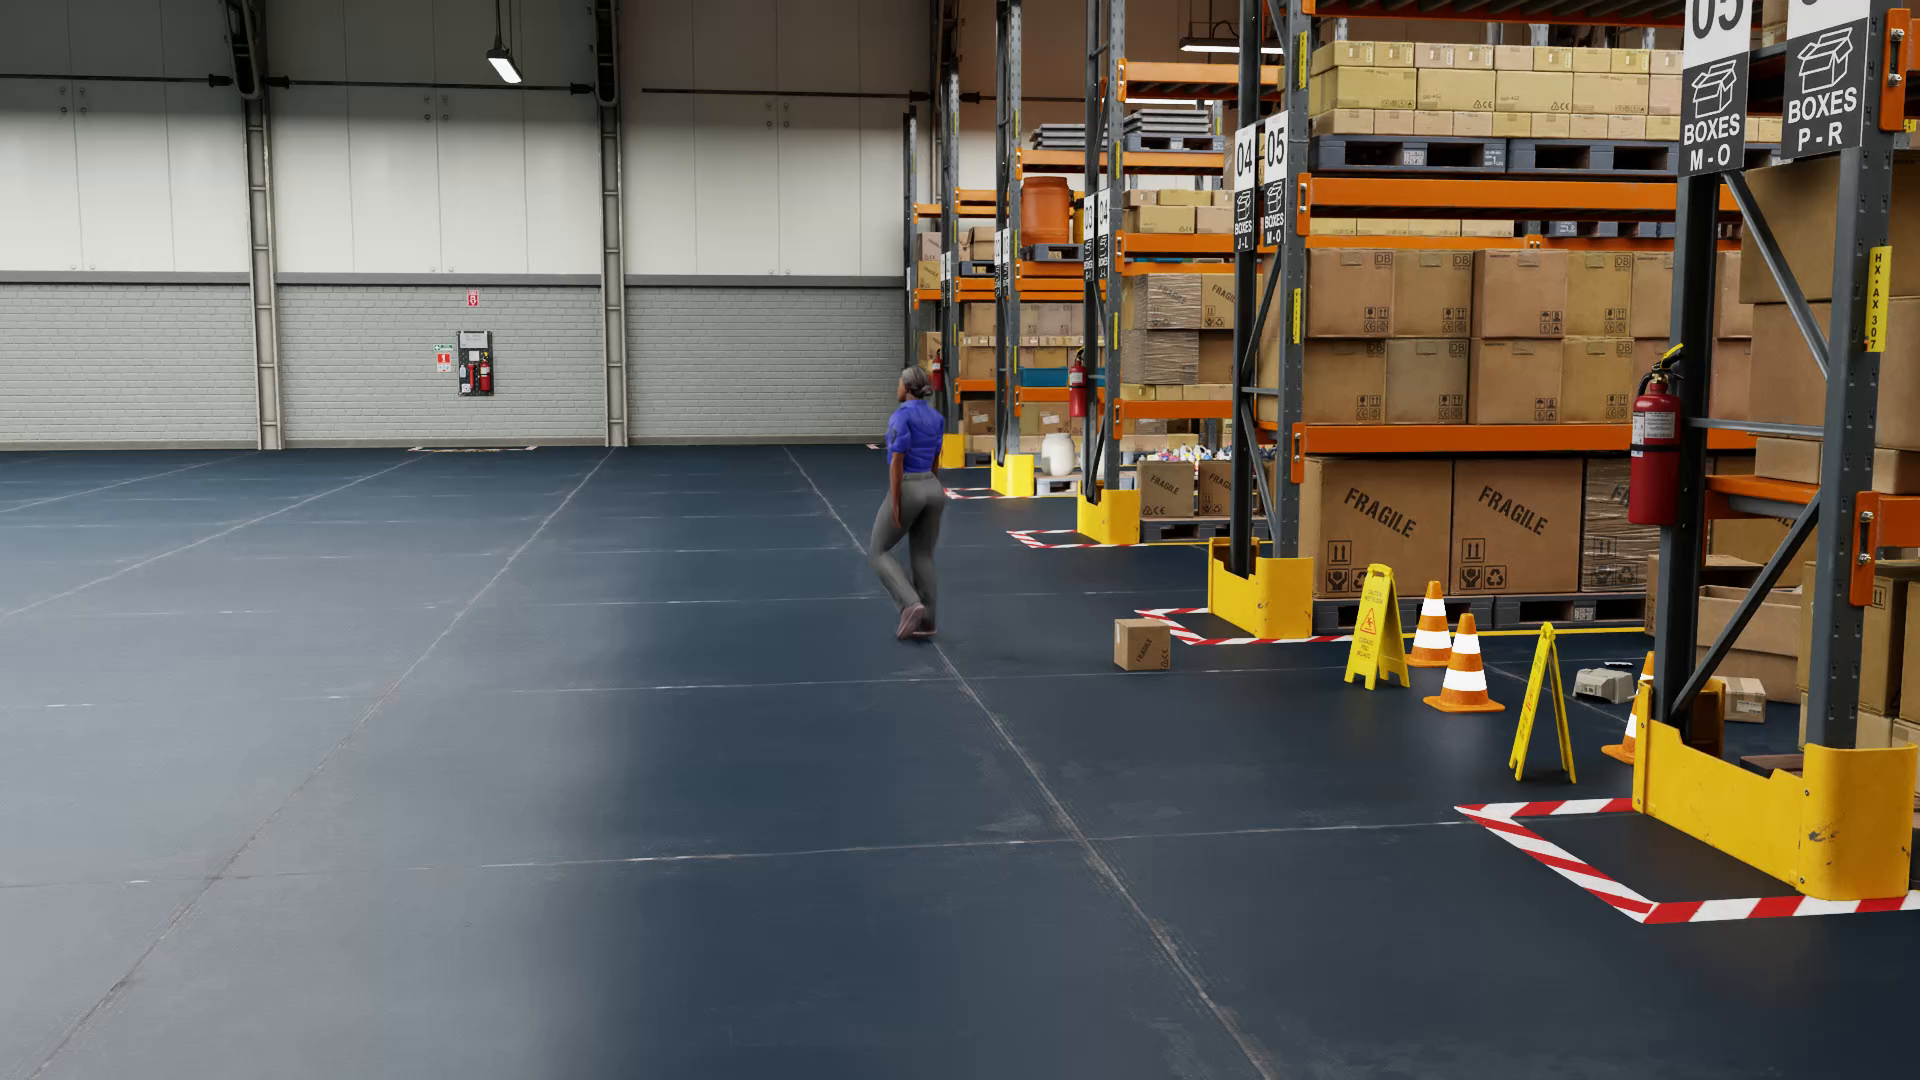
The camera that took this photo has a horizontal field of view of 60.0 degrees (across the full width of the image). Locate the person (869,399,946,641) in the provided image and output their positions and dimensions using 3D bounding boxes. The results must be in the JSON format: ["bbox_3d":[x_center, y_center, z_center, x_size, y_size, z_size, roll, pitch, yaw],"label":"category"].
[{"bbox_3d":[-0.293,-0.125,10.135,0.438,1.463,0.433,-6,9,-43],"label":"person"}]
